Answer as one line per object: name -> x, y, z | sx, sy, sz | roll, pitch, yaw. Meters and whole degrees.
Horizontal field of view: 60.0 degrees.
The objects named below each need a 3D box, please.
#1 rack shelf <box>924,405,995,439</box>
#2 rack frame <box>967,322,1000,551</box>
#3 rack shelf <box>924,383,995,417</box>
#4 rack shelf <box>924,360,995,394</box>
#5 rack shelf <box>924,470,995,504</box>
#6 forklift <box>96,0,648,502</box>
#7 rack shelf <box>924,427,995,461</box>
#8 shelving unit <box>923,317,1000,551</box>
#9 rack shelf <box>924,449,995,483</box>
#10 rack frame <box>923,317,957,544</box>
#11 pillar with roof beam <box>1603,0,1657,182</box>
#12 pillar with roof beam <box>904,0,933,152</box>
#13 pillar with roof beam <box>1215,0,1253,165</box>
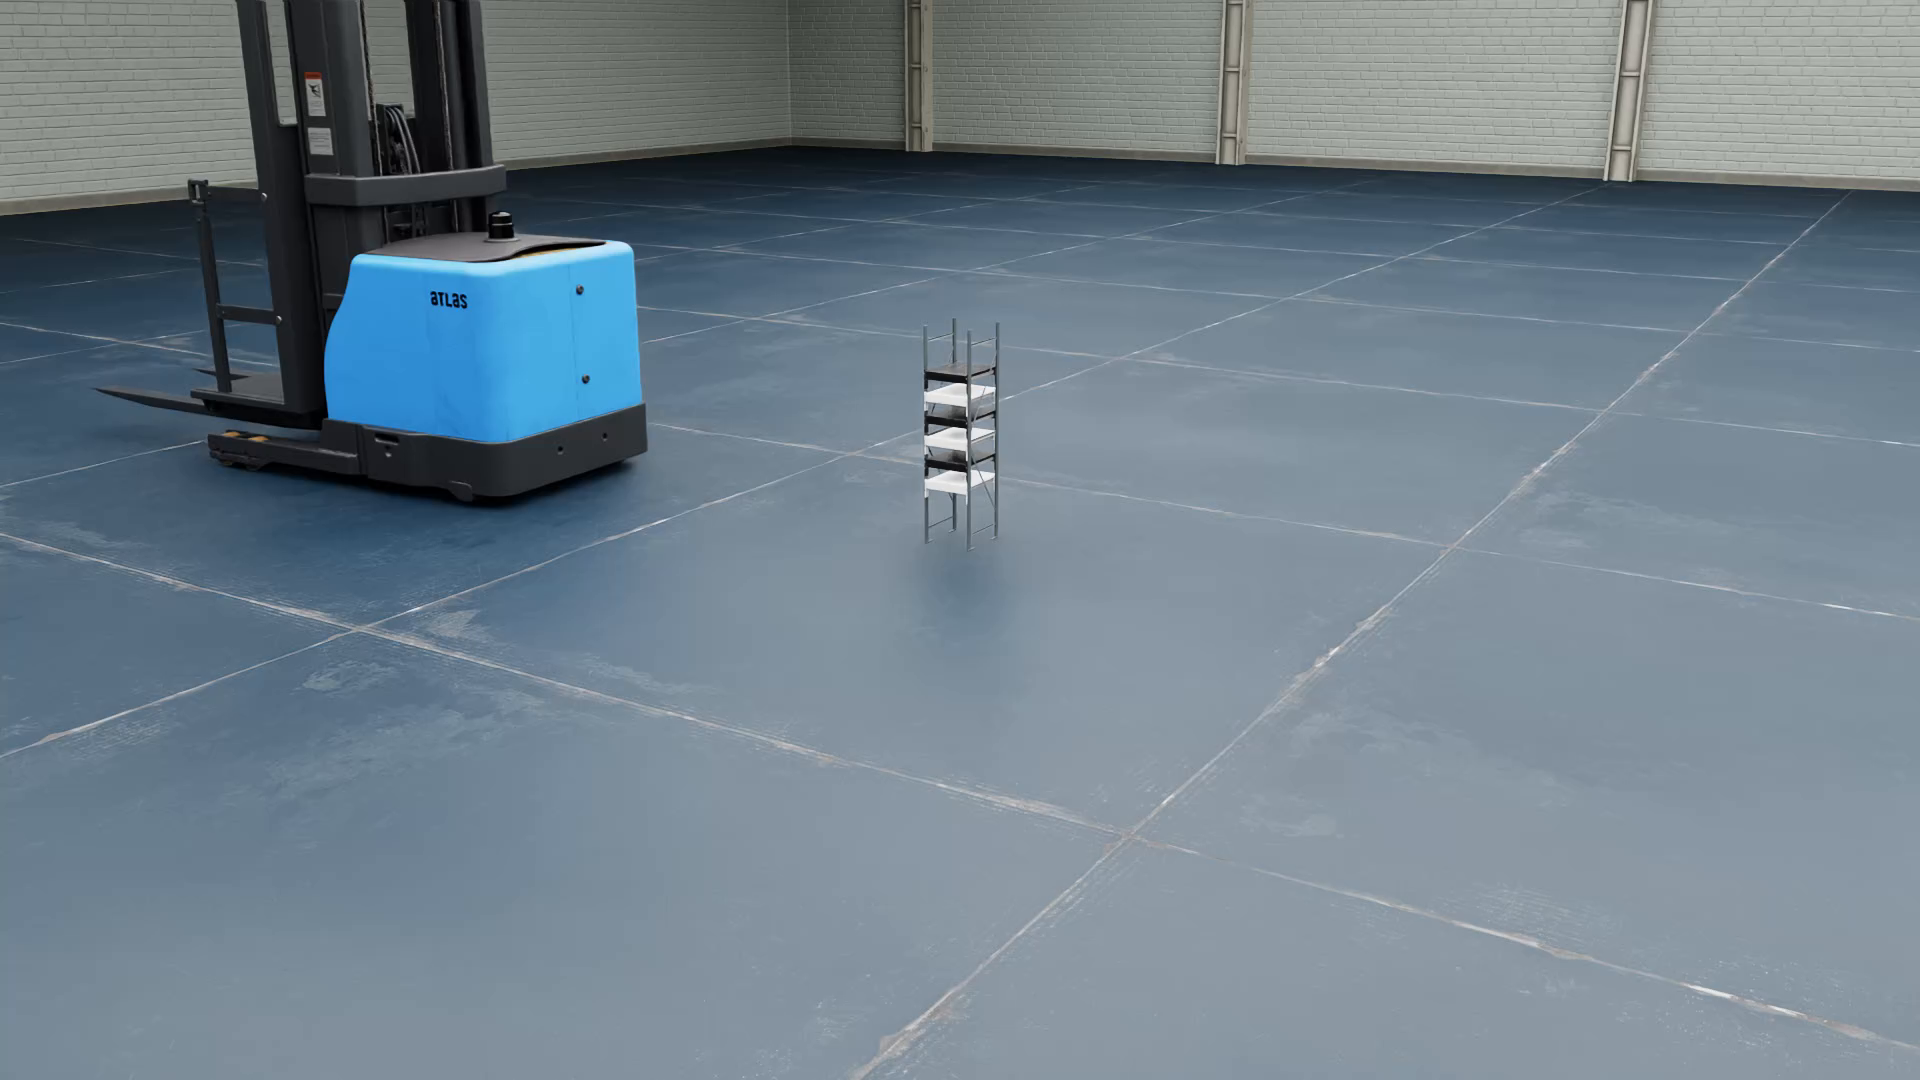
rack shelf -> 0.007, -0.484, 6.730 | 0.200, 0.077, 0.258 | 10, 20, 30
rack frame -> 0.094, -0.414, 6.695 | 0.006, 0.900, 0.240 | 10, 20, 30
rack shelf -> 0.007, -0.570, 6.704 | 0.200, 0.077, 0.258 | 10, 20, 30
rack shelf -> 0.007, -0.656, 6.678 | 0.200, 0.077, 0.258 | 10, 20, 30
rack shelf -> 0.007, -0.225, 6.808 | 0.200, 0.077, 0.258 | 10, 20, 30
forklift -> -3.054, -1.857, 7.950 | 3.031, 2.935, 1.130 | 9, 19, 28
rack shelf -> 0.007, -0.397, 6.756 | 0.200, 0.077, 0.258 | 10, 20, 30
shelving unit -> 0.007, -0.429, 6.746 | 0.210, 0.900, 0.258 | 10, 20, 30
rack shelf -> 0.007, -0.311, 6.782 | 0.200, 0.077, 0.258 | 10, 20, 30
rack frame -> -0.080, -0.445, 6.797 | 0.006, 0.900, 0.240 | 10, 20, 30
pillar with roof beam -> 7.241, -8.419, 19.114 | 0.400, 9.000, 9.100 | 10, 20, 30
pillar with roof beam -> -2.984, -10.244, 25.123 | 0.400, 9.000, 9.100 | 10, 20, 30
pillar with roof beam -> 2.128, -9.331, 22.118 | 0.400, 9.000, 9.100 | 10, 20, 30
